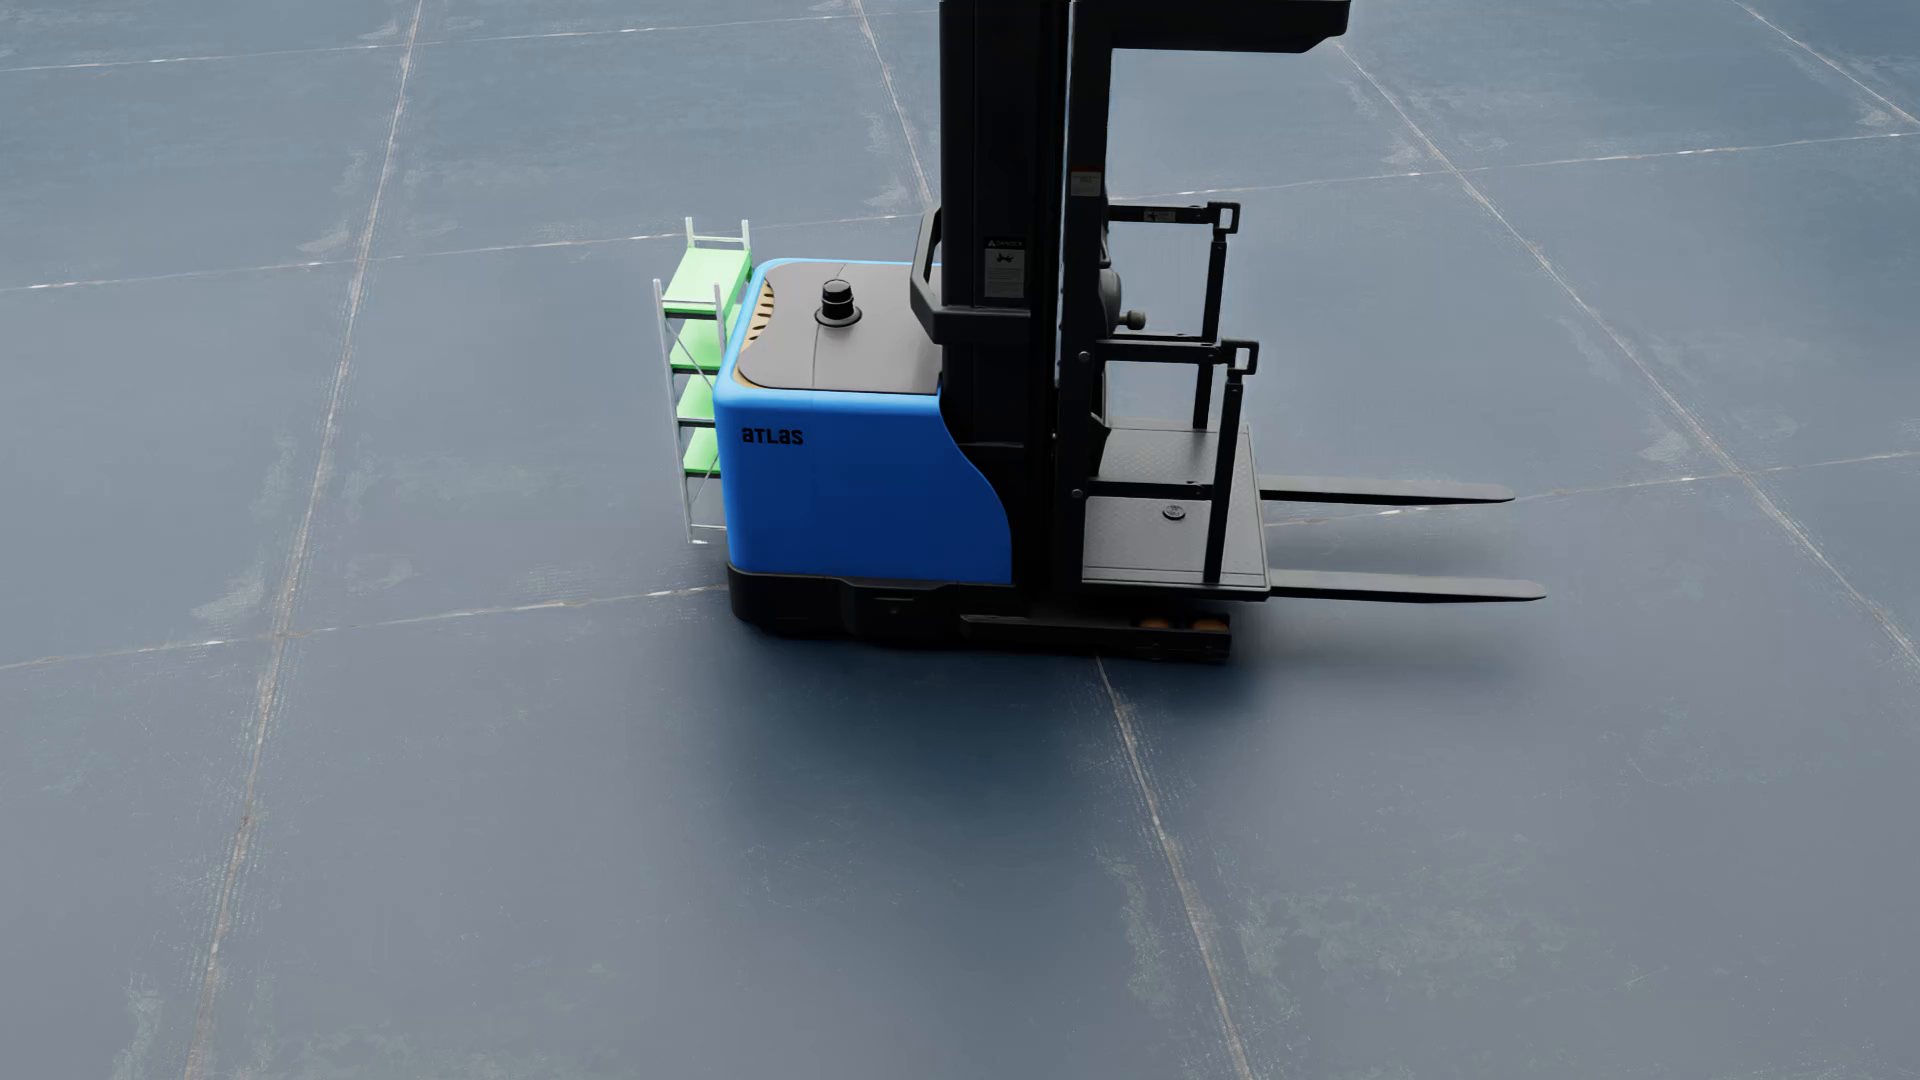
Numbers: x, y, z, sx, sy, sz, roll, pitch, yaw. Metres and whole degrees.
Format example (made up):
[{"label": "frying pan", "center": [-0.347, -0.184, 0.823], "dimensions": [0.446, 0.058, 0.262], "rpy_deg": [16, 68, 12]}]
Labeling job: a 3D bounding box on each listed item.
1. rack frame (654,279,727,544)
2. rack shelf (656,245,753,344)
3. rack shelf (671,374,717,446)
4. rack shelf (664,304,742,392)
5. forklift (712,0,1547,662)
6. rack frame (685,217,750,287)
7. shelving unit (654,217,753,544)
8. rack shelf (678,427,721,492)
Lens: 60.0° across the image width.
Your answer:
[{"label": "rack frame", "center": [-0.983, -0.457, 6.359], "dimensions": [0.240, 1.200, 0.015], "rpy_deg": [4, 38, 5]}, {"label": "rack shelf", "center": [-0.959, -0.935, 6.296], "dimensions": [0.258, 0.148, 0.480], "rpy_deg": [4, 38, 5]}, {"label": "rack shelf", "center": [-0.957, -0.555, 6.590], "dimensions": [0.258, 0.148, 0.480], "rpy_deg": [4, 38, 5]}, {"label": "rack shelf", "center": [-0.958, -0.745, 6.443], "dimensions": [0.258, 0.148, 0.480], "rpy_deg": [4, 38, 5]}, {"label": "forklift", "center": [0.674, -1.044, 5.705], "dimensions": [3.031, 2.935, 1.130], "rpy_deg": [3, 38, 3]}, {"label": "rack frame", "center": [-0.931, -0.755, 6.742], "dimensions": [0.240, 1.200, 0.015], "rpy_deg": [4, 38, 5]}, {"label": "shelving unit", "center": [-0.957, -0.606, 6.551], "dimensions": [0.258, 1.200, 0.503], "rpy_deg": [4, 38, 5]}, {"label": "rack shelf", "center": [-0.956, -0.366, 6.737], "dimensions": [0.258, 0.148, 0.480], "rpy_deg": [4, 38, 5]}]
